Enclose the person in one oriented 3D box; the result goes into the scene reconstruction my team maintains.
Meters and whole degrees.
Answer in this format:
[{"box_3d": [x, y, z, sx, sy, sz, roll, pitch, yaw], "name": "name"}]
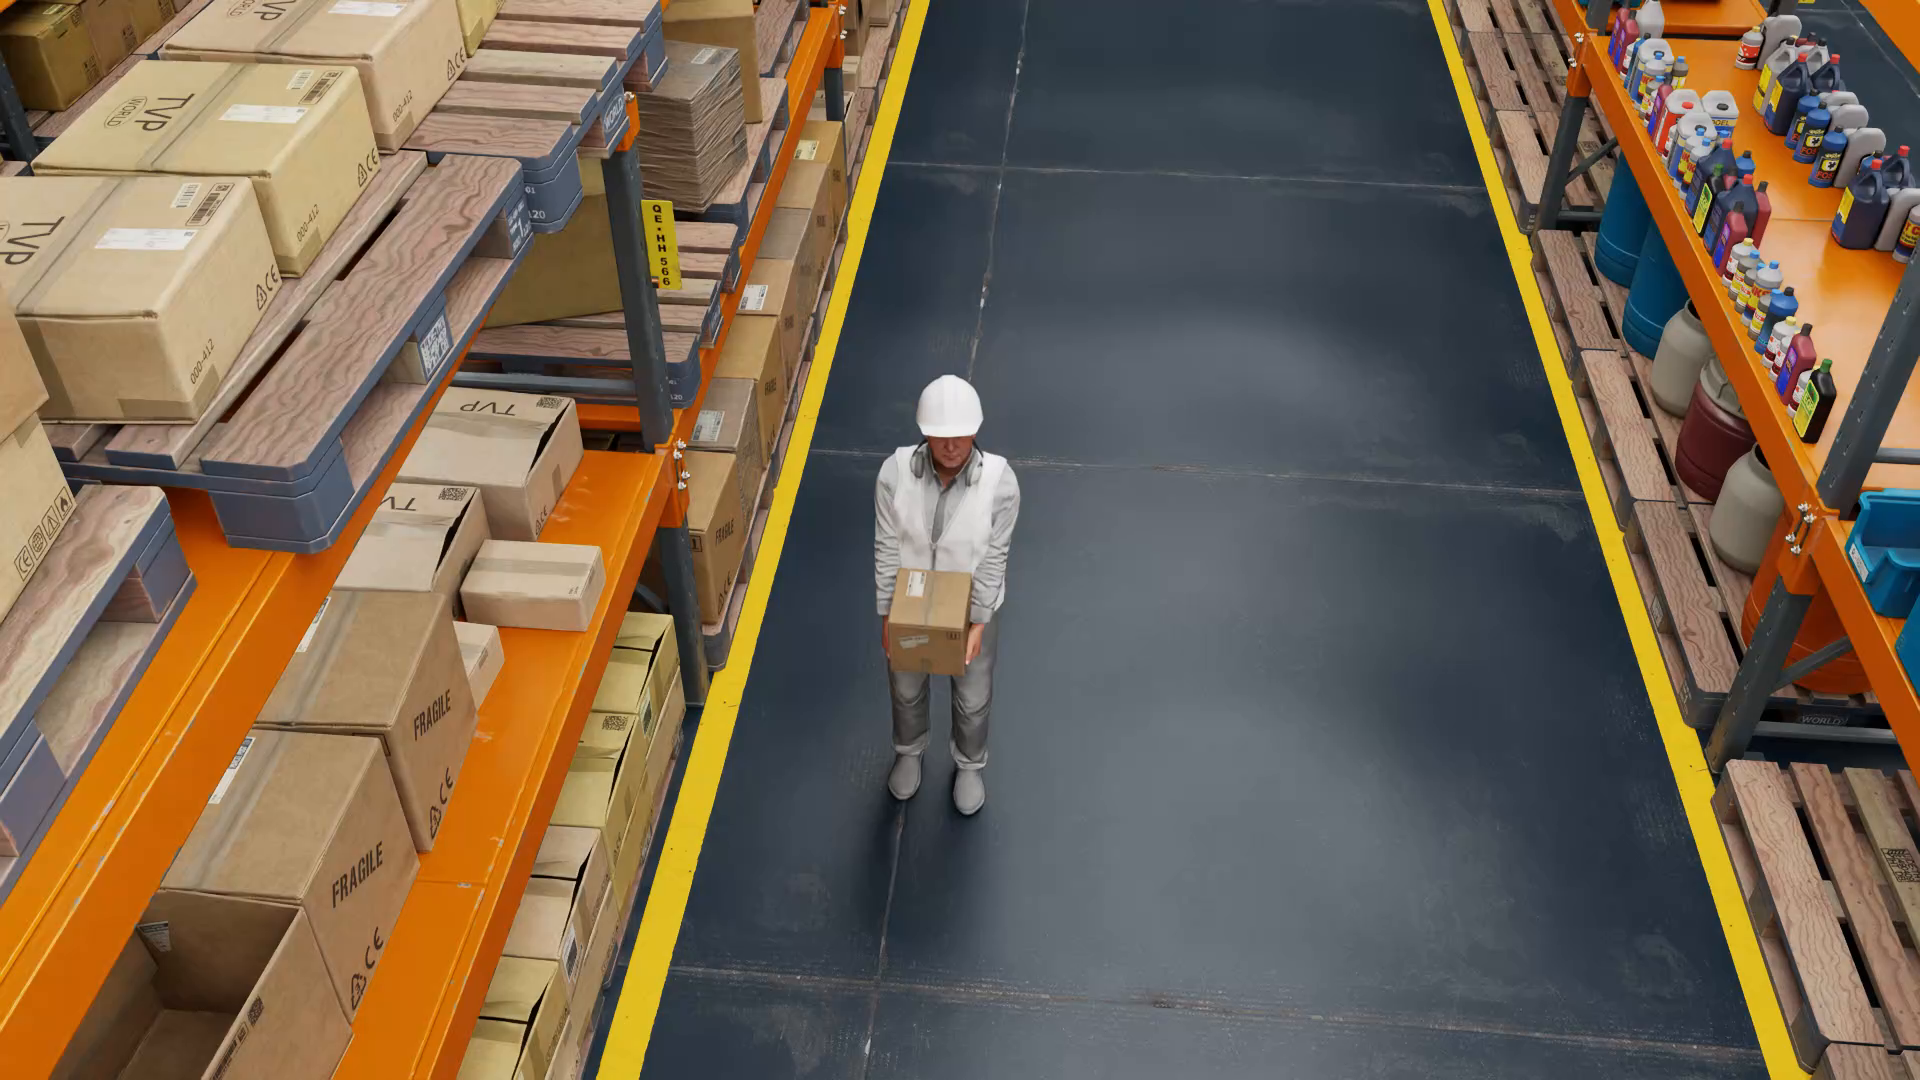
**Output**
[{"box_3d": [-0.056, 0.263, 5.827, 0.494, 1.762, 0.552, 4, 40, 5], "name": "person"}]
